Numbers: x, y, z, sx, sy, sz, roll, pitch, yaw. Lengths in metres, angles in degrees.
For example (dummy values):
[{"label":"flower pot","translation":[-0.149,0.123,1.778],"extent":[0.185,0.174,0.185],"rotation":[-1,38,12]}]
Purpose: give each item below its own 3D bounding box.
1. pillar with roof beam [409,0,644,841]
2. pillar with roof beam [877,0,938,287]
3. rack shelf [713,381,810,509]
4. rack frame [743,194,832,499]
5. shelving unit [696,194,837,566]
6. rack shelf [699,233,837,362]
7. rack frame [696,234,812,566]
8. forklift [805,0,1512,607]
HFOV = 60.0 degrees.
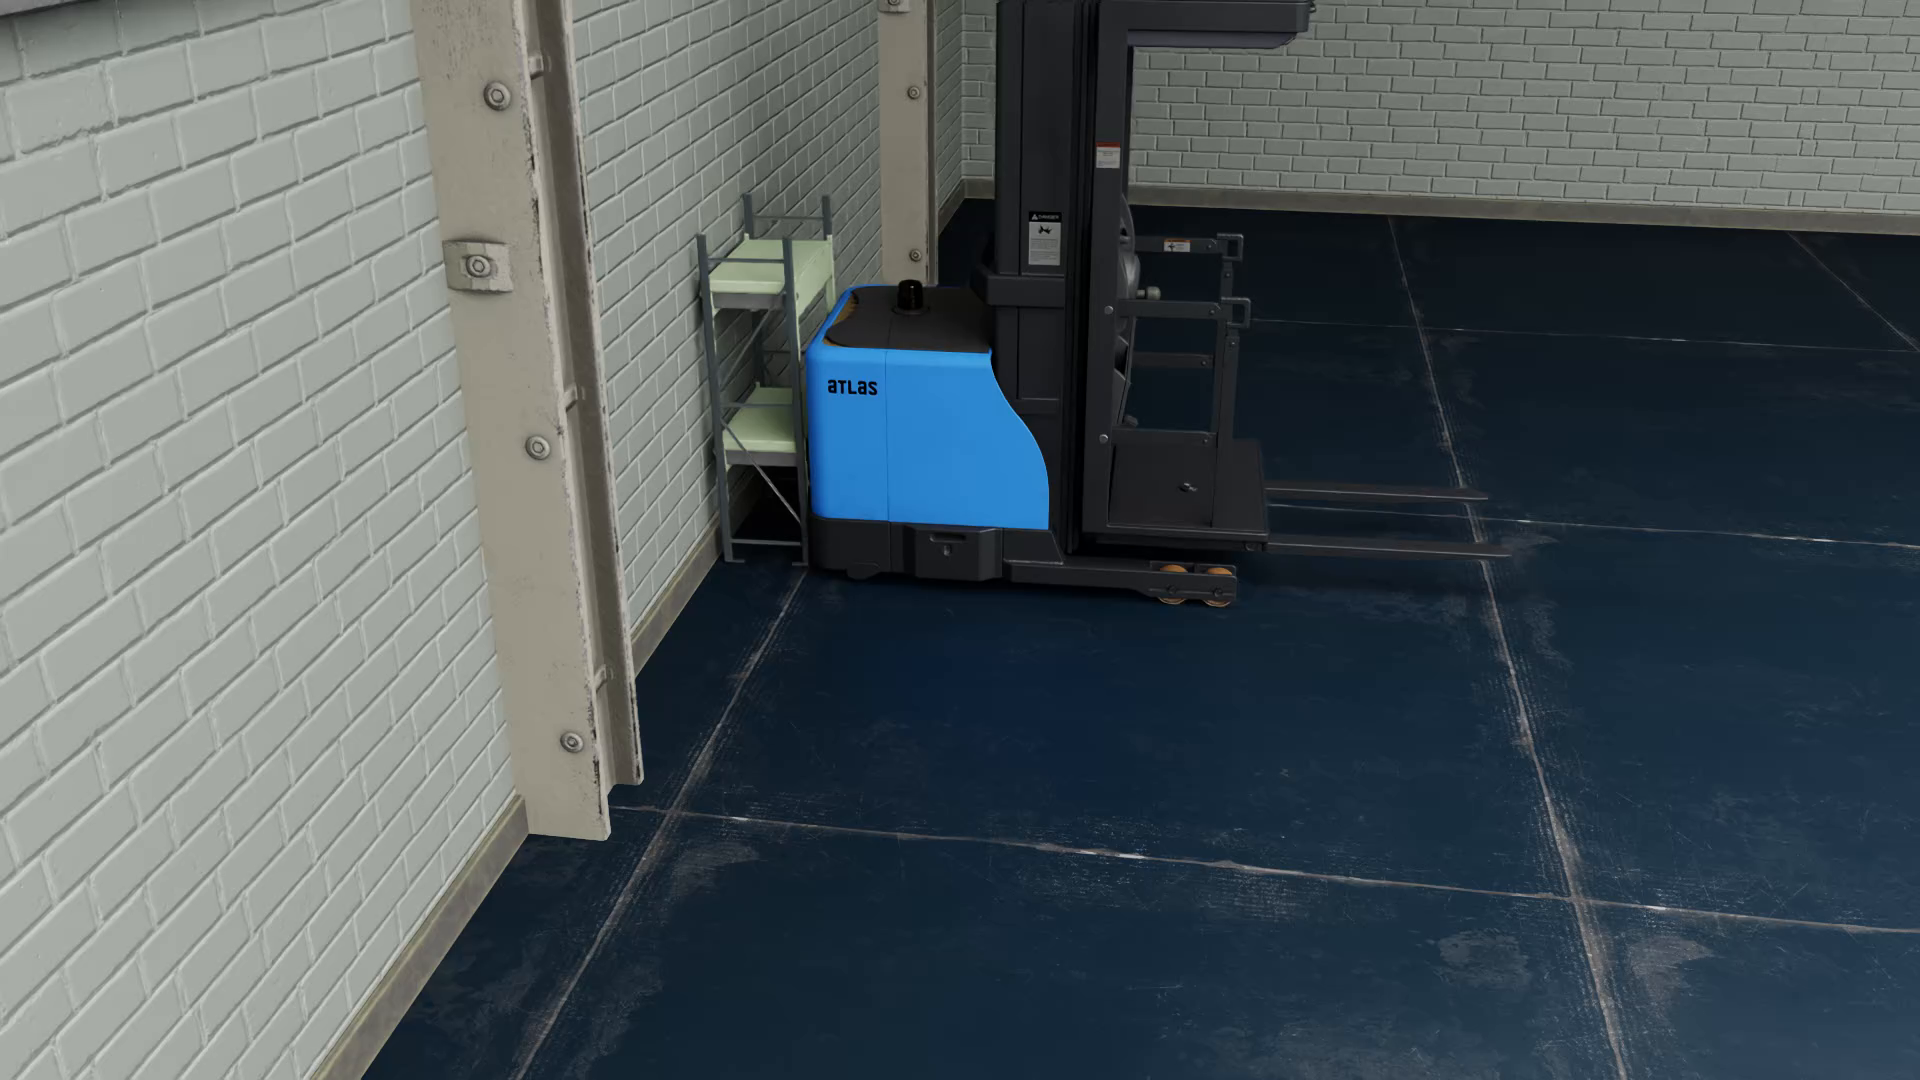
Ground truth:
[{"label":"pillar with roof beam","translation":[2.936,-2.860,3.245],"extent":[9.100,9.000,0.400],"rotation":[4,25,9]},{"label":"pillar with roof beam","translation":[3.917,-5.369,8.606],"extent":[9.100,9.000,0.400],"rotation":[4,25,9]},{"label":"rack shelf","translation":[-0.820,-0.433,7.659],"extent":[0.431,0.370,0.720],"rotation":[3,25,8]},{"label":"rack frame","translation":[-0.773,-0.881,7.852],"extent":[0.400,1.500,0.023],"rotation":[3,25,8]},{"label":"shelving unit","translation":[-0.827,-0.729,7.523],"extent":[0.431,1.500,0.755],"rotation":[3,25,8]},{"label":"rack shelf","translation":[-0.834,-1.084,7.360],"extent":[0.431,0.370,0.720],"rotation":[3,25,8]},{"label":"rack frame","translation":[-0.880,-0.577,7.195],"extent":[0.400,1.500,0.023],"rotation":[3,25,8]},{"label":"forklift","translation":[0.890,-1.280,7.027],"extent":[3.031,2.935,1.130],"rotation":[3,25,6]}]
